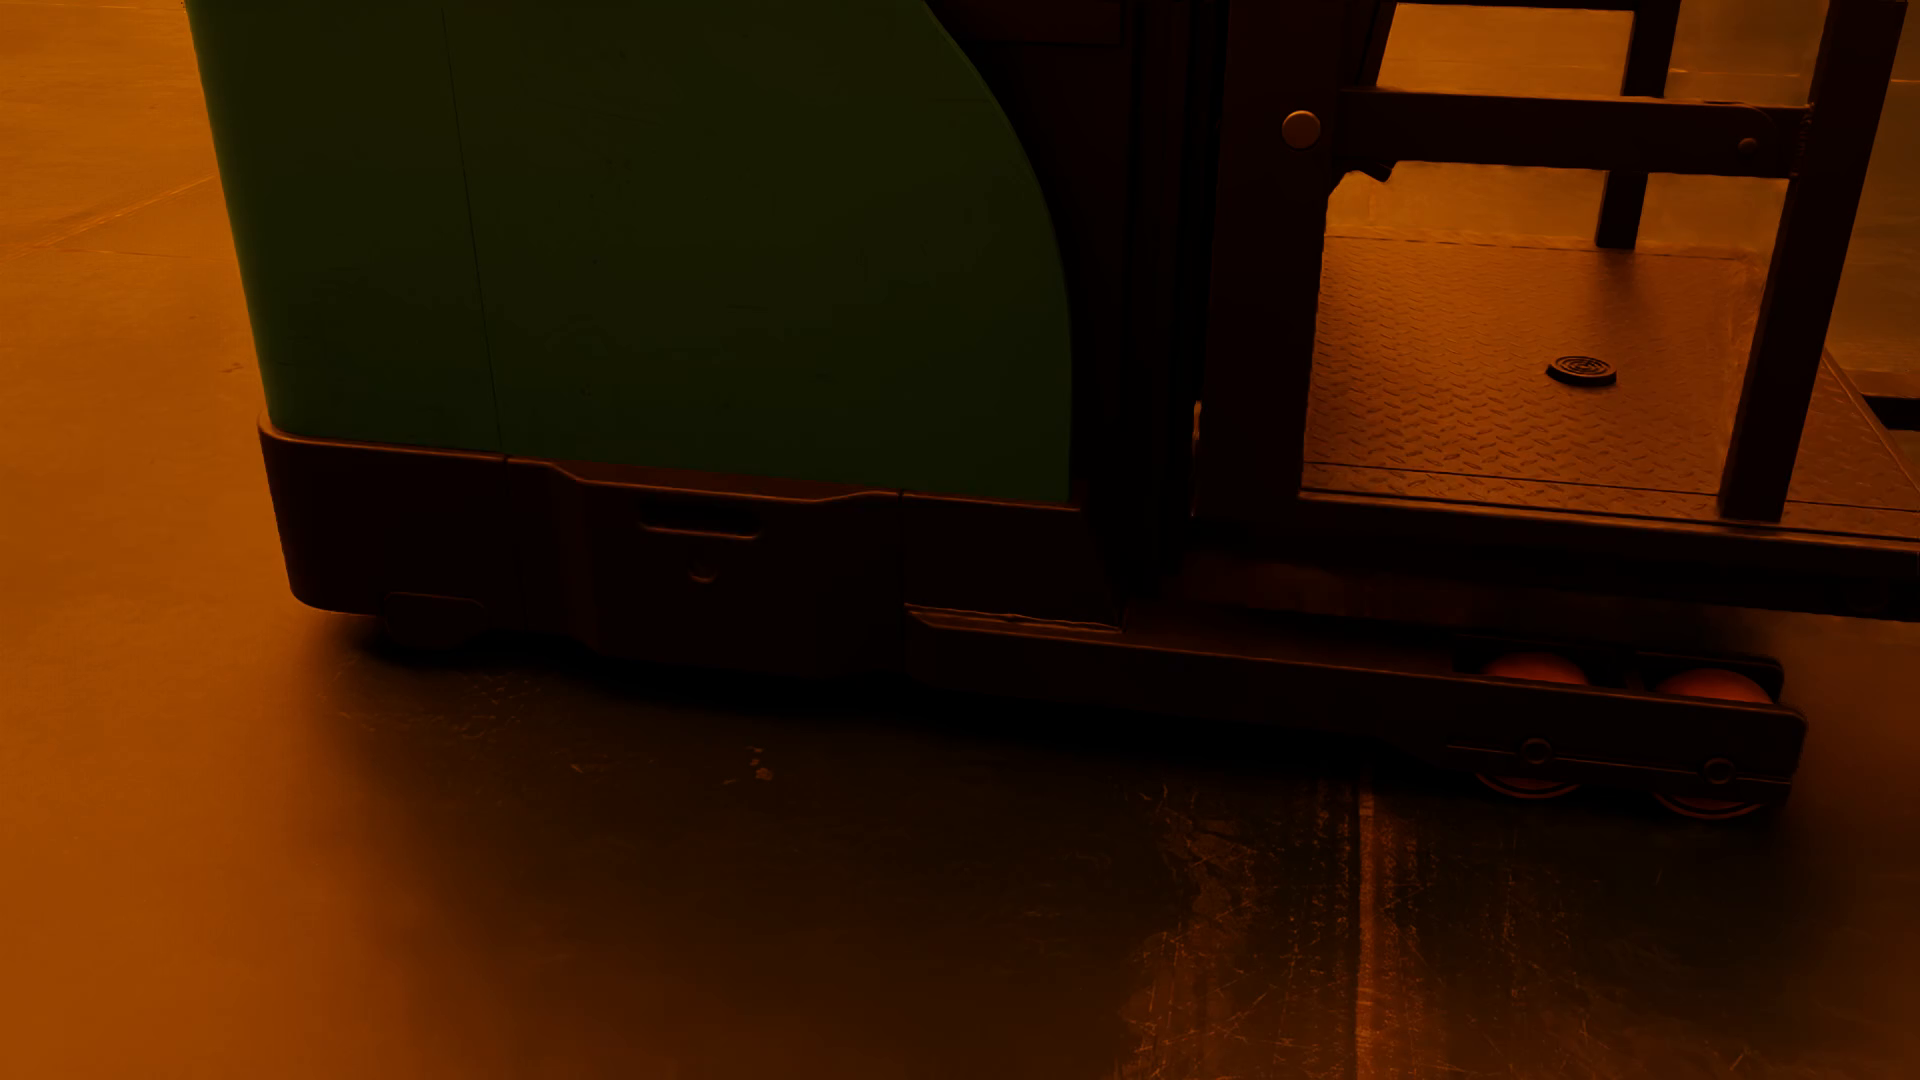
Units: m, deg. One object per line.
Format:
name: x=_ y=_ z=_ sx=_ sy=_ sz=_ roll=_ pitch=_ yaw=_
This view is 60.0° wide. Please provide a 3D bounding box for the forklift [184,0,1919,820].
forklift: x=0.670 y=-1.255 z=1.734 sx=3.031 sy=2.935 sz=1.130 roll=5 pitch=27 yaw=10
